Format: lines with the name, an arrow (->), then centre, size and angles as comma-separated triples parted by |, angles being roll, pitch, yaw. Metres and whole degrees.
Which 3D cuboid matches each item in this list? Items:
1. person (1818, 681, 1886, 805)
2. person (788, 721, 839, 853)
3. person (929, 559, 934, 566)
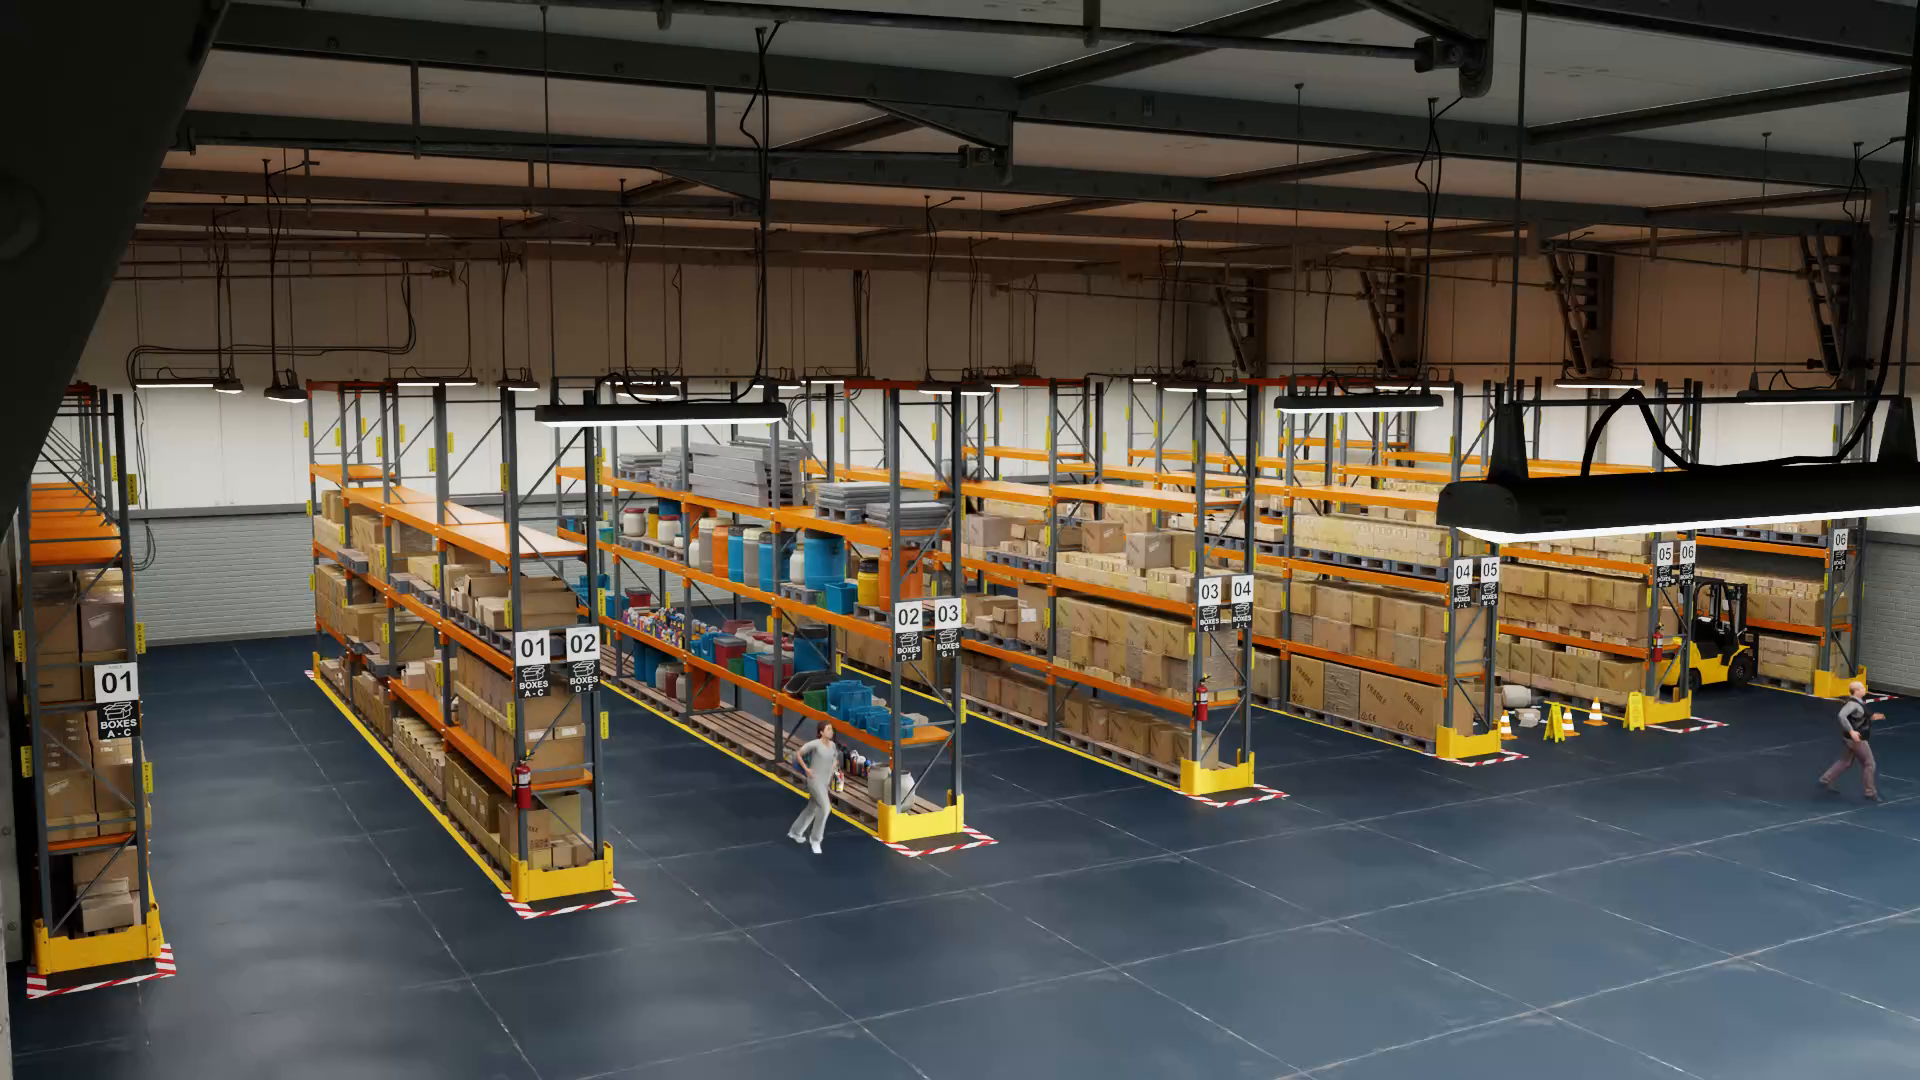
person -> 12.927, 2.909, 24.028 | 0.871, 1.756, 0.641 | 2, 6, 21
person -> -1.897, 3.210, 21.841 | 0.684, 1.712, 0.585 | 4, 7, 32
person -> -0.765, 1.178, 41.253 | 0.583, 1.540, 0.485 | 4, 7, 36
